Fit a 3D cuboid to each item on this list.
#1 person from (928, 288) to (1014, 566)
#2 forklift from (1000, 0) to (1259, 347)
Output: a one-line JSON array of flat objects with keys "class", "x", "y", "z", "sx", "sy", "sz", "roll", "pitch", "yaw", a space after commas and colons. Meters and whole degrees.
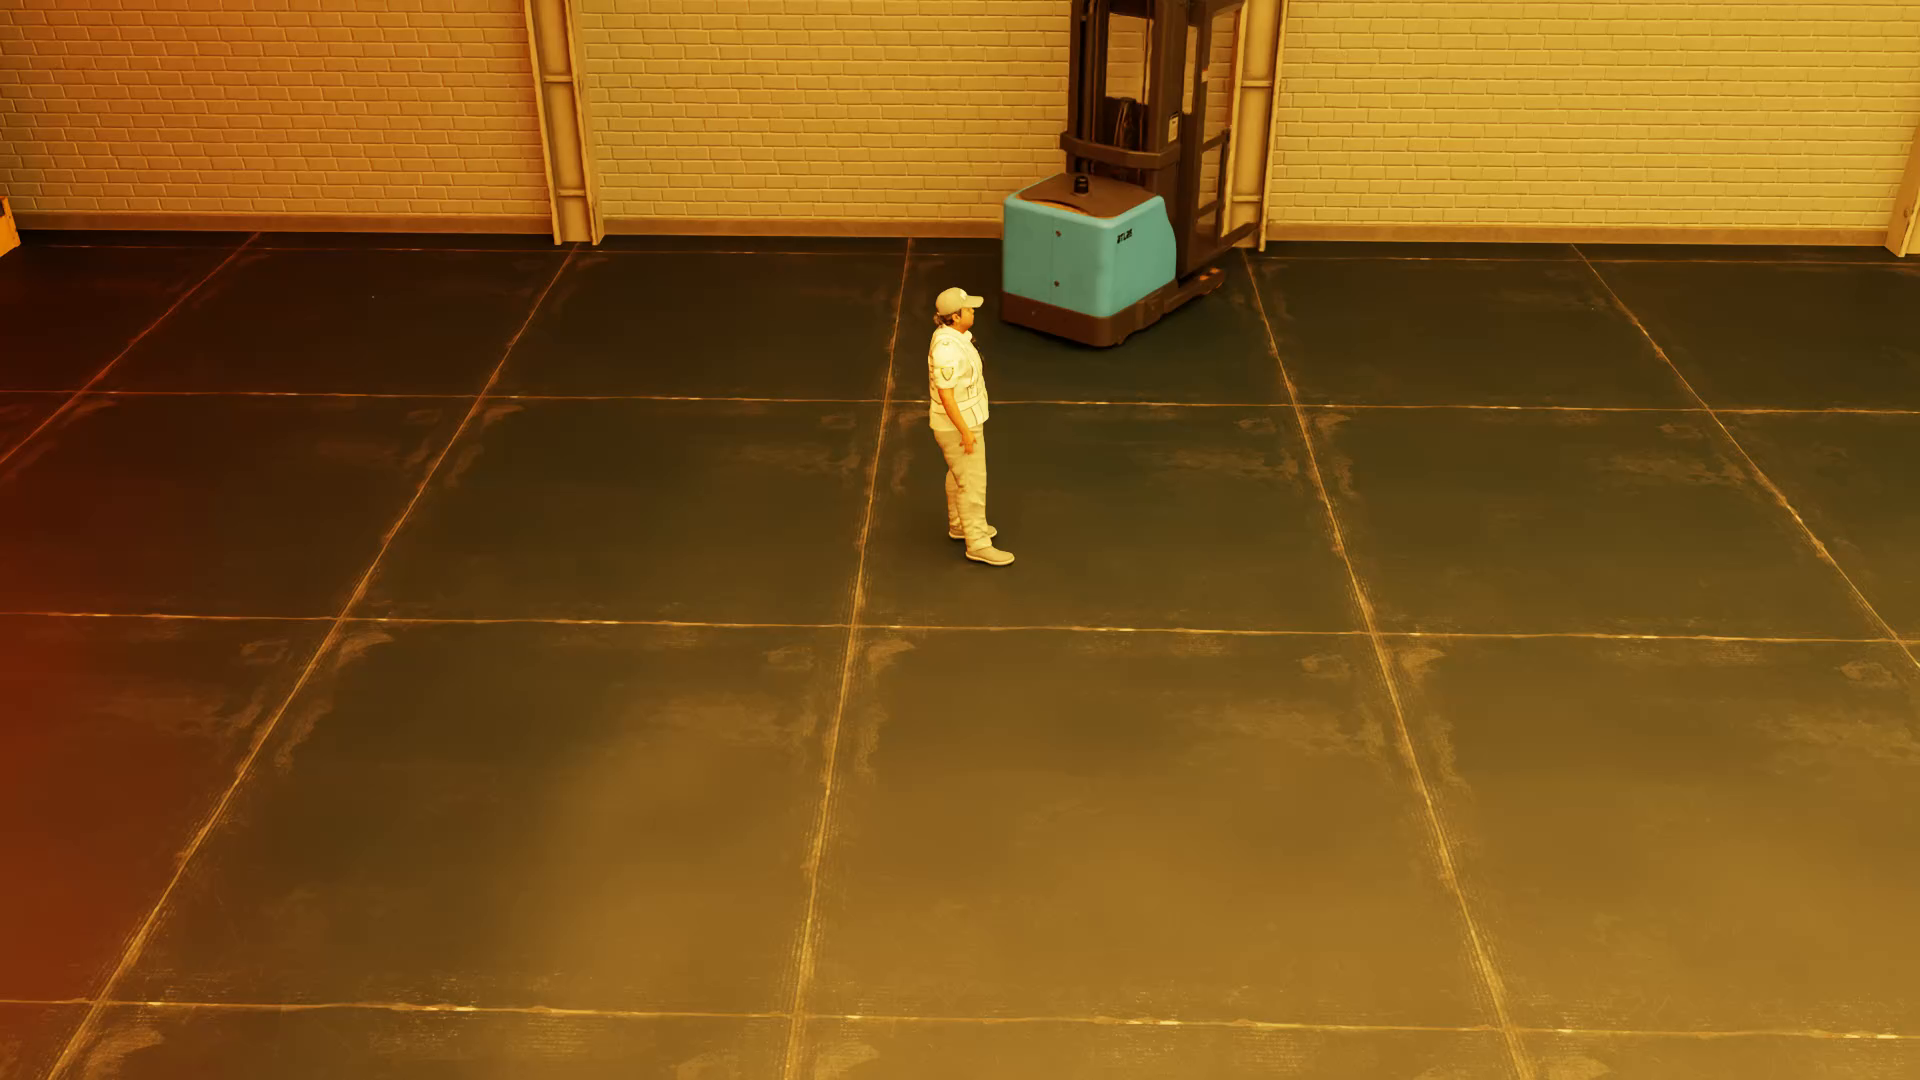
[{"class": "person", "x": 0.077, "y": -0.711, "z": 10.051, "sx": 0.527, "sy": 1.670, "sz": 0.598, "roll": 1, "pitch": 31, "yaw": 1}, {"class": "forklift", "x": 1.599, "y": -3.453, "z": 13.470, "sx": 1.130, "sy": 2.935, "sz": 3.031, "roll": 21, "pitch": 36, "yaw": 31}]
